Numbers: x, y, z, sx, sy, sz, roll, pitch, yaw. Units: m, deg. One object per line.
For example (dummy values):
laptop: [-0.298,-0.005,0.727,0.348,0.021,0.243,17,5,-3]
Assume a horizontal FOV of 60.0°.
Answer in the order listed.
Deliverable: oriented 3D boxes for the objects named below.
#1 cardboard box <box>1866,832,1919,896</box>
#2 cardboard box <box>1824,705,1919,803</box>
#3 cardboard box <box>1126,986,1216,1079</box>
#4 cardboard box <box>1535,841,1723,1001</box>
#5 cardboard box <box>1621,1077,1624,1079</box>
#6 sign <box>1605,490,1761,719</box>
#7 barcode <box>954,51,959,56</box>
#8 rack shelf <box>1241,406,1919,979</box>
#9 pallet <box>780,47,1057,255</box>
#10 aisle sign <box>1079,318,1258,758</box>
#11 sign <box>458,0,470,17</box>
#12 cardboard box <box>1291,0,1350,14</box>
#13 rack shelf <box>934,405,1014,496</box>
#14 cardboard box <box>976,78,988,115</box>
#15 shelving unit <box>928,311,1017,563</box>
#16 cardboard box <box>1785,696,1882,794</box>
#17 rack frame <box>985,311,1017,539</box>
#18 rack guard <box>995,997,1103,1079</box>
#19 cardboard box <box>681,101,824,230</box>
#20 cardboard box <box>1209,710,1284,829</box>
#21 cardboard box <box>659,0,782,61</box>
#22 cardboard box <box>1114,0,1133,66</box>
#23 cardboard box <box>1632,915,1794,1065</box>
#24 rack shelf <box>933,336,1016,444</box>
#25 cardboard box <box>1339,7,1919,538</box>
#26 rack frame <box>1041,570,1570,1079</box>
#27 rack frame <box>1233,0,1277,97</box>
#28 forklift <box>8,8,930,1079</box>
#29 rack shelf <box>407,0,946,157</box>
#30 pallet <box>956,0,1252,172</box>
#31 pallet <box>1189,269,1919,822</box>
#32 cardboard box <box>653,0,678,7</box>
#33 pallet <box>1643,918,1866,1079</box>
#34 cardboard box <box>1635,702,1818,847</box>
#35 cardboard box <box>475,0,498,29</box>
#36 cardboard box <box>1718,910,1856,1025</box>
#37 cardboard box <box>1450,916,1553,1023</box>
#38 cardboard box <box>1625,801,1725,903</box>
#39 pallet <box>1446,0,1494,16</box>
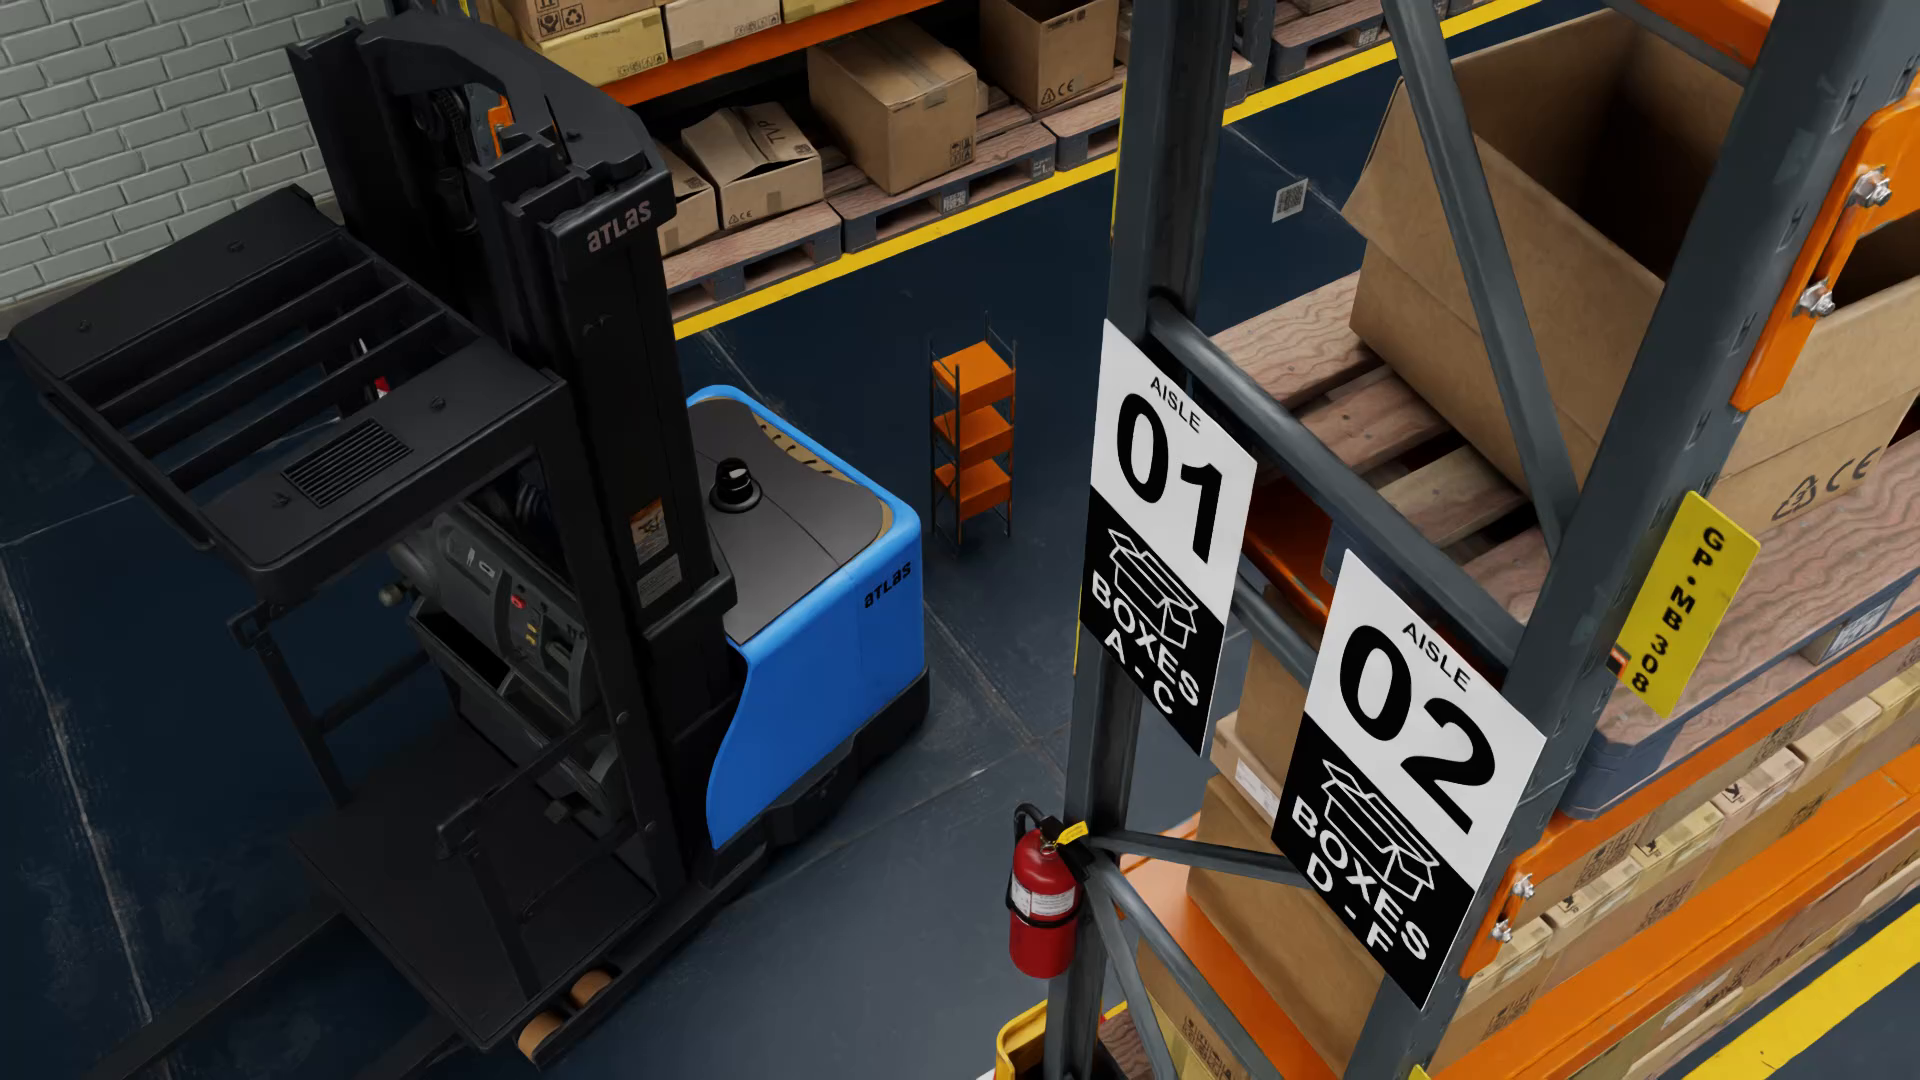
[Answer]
cardboard box: [2.815,0.692,5.128,0.500,0.500,0.500,-25,53,-21]
cardboard box: [2.267,0.215,4.429,0.500,0.500,0.700,-24,52,-20]
cardboard box: [0.853,1.419,4.983,0.500,0.250,0.500,-25,53,-21]
cardboard box: [1.401,0.621,4.067,0.500,0.500,0.700,-24,53,-20]
cardboard box: [1.550,1.544,4.871,0.500,0.250,0.500,-25,53,-21]
sign: [0.848,0.083,1.966,0.005,0.325,0.100,-25,53,-21]
barcode: [-0.035,-2.427,8.388,0.075,0.075,0.001,-25,53,-21]
rack shelf: [2.249,-0.511,3.615,4.000,0.370,1.077,-25,53,-21]
pallet: [-0.288,-1.970,8.309,1.213,0.211,1.003,-25,53,-21]
aisle sign: [0.345,0.020,2.928,0.004,0.787,0.394,-25,53,-21]
sign: [-1.799,-2.028,5.913,0.005,0.325,0.100,-25,53,-21]
cardboard box: [1.908,-3.296,9.001,0.500,0.500,0.700,-24,52,-20]
rack shelf: [0.045,-0.363,6.330,0.240,0.259,0.215,-25,53,-21]
cardboard box: [-0.069,-2.250,8.305,0.250,0.149,0.380,-29,55,-24]
shelving unit: [0.045,-0.370,6.322,0.252,1.050,0.215,-25,53,-21]
cardboard box: [1.876,0.363,3.862,0.250,0.149,0.380,-27,54,-22]
rack frame: [0.148,-0.419,6.366,0.008,1.050,0.200,-25,53,-21]
rack guard: [0.537,1.885,4.682,0.348,0.500,1.175,-25,53,-21]
cardboard box: [-0.974,-1.781,7.779,0.500,0.311,0.500,-21,52,-18]
cardboard box: [0.779,0.523,3.720,0.250,0.149,0.380,-26,53,-21]
cardboard box: [-1.075,-2.250,6.777,0.500,0.250,0.500,-27,54,-22]
cardboard box: [0.857,-2.649,8.648,0.250,0.166,0.380,-32,56,-25]
cardboard box: [1.967,1.089,4.775,0.500,0.500,0.500,-25,53,-21]
rack shelf: [0.045,-0.552,6.118,0.240,0.259,0.215,-25,53,-21]
cardboard box: [1.046,-0.400,2.590,0.637,0.503,0.797,-22,52,-18]
rack frame: [0.557,1.044,3.757,0.127,3.000,1.000,-25,53,-21]
rack frame: [1.294,-3.677,7.961,0.127,3.000,1.000,-25,53,-21]
forklift: [-1.475,0.229,4.528,1.130,2.935,3.031,34,57,27]
rack shelf: [-0.398,-2.641,7.520,4.000,0.370,1.077,-25,53,-21]
pallet: [0.745,-2.459,8.744,1.213,0.211,1.003,-25,53,-21]
pallet: [1.169,-0.189,2.906,1.213,0.211,1.003,-25,53,-21]
cardboard box: [-1.102,-2.480,6.480,0.500,0.500,0.500,-25,53,-21]
pallet: [2.212,1.157,5.523,1.213,0.211,1.003,-25,53,-21]
cardboard box: [1.446,0.168,3.602,0.500,0.500,0.700,-27,53,-22]
cardboard box: [-1.797,-2.348,6.865,0.500,0.250,0.500,-25,53,-20]
cardboard box: [2.399,1.149,5.223,0.500,0.250,0.500,-25,53,-21]
cardboard box: [1.004,0.775,3.495,0.250,0.149,0.380,-26,53,-21]
cardboard box: [1.438,0.570,3.678,0.250,0.149,0.380,-25,53,-21]
pallet: [2.984,-3.550,9.715,1.213,0.211,1.003,-25,53,-21]
